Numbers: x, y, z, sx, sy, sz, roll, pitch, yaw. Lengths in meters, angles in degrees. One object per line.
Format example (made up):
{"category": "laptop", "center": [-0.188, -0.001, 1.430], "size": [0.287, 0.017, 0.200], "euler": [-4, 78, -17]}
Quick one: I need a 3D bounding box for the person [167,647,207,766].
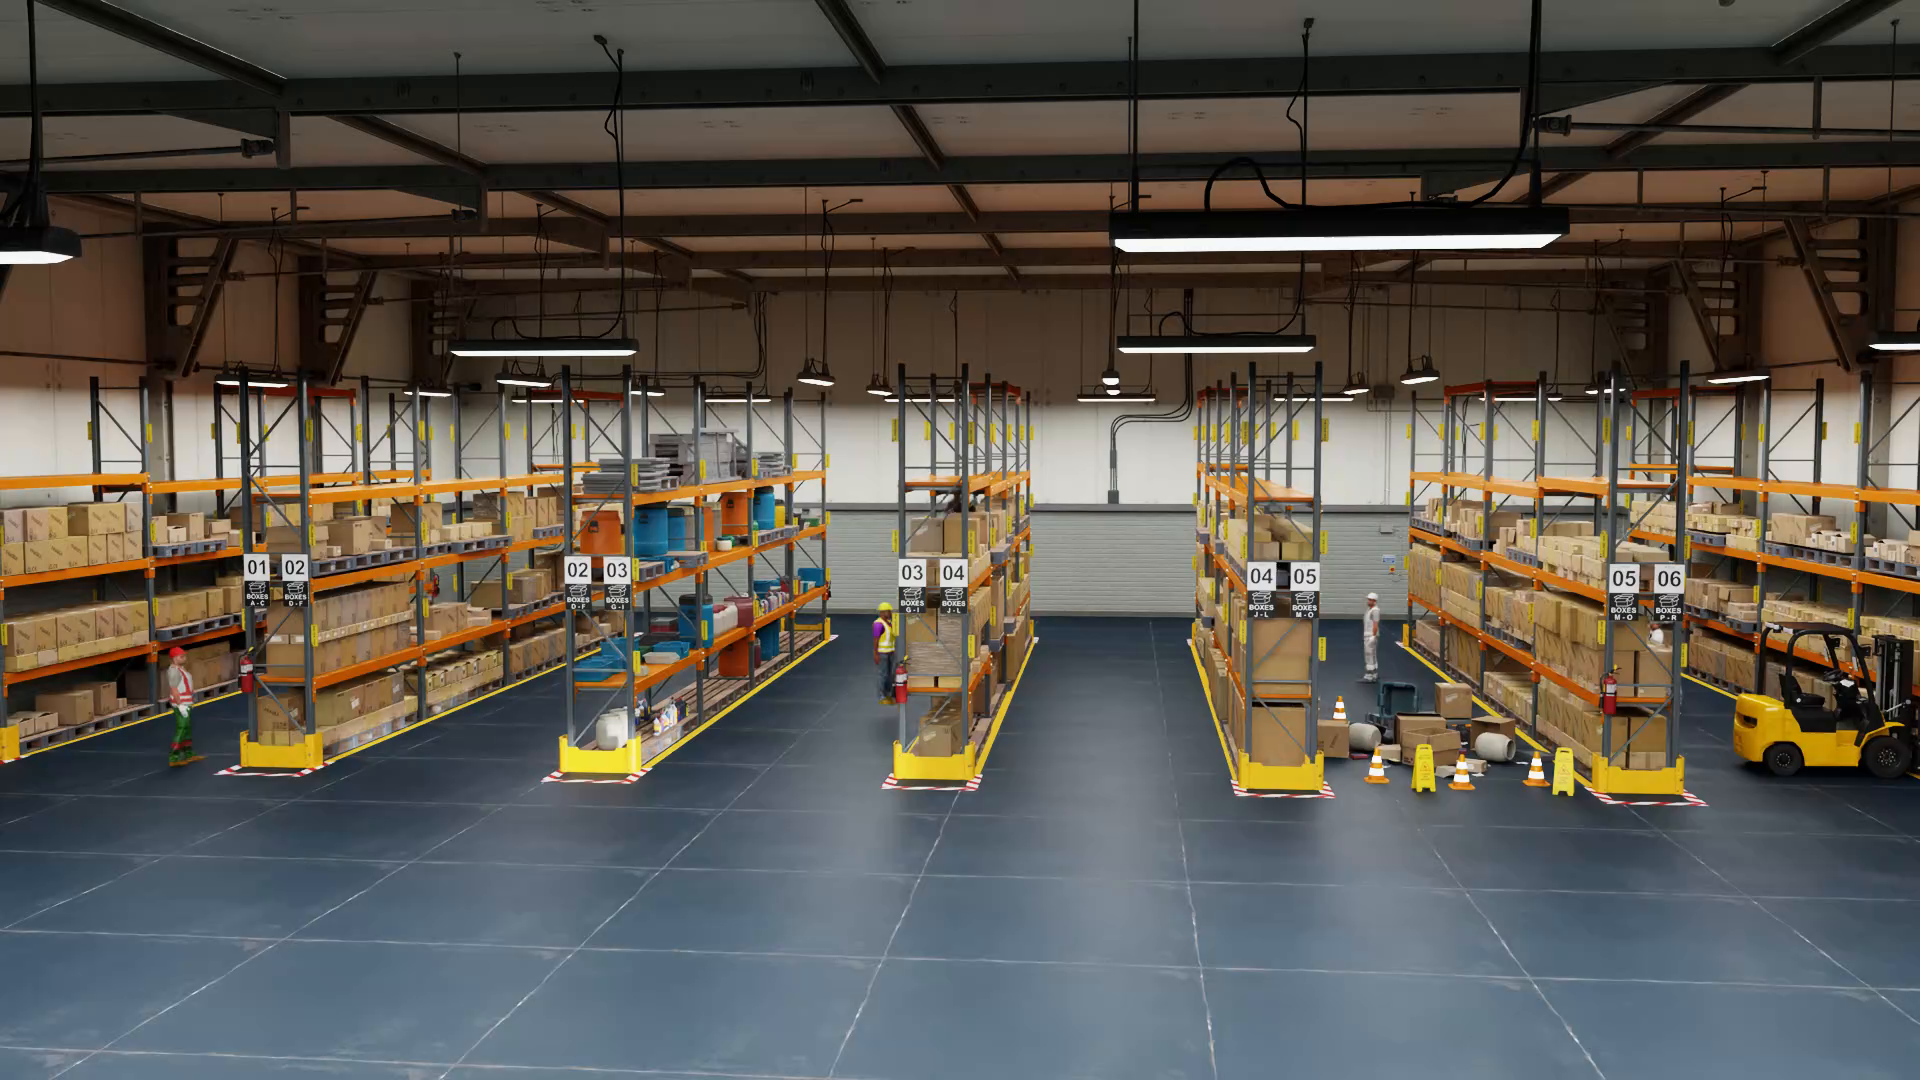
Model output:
{"category": "person", "center": [-11.707, 2.501, 25.165], "size": [0.555, 1.787, 0.568], "euler": [-2, 4, -30]}

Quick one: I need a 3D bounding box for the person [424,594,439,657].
{"category": "person", "center": [-11.118, 1.968, 34.723], "size": [0.591, 1.722, 0.744], "euler": [1, 4, 9]}

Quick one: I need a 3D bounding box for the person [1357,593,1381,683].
{"category": "person", "center": [8.268, 1.965, 33.508], "size": [0.439, 1.792, 0.607], "euler": [1, 4, 21]}

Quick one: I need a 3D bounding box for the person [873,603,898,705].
{"category": "person", "center": [-1.302, 1.997, 29.047], "size": [0.387, 1.802, 0.625], "euler": [2, 4, 24]}

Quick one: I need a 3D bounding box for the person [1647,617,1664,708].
{"category": "person", "center": [12.610, 2.226, 30.305], "size": [0.485, 1.663, 0.534], "euler": [3, 5, 37]}
